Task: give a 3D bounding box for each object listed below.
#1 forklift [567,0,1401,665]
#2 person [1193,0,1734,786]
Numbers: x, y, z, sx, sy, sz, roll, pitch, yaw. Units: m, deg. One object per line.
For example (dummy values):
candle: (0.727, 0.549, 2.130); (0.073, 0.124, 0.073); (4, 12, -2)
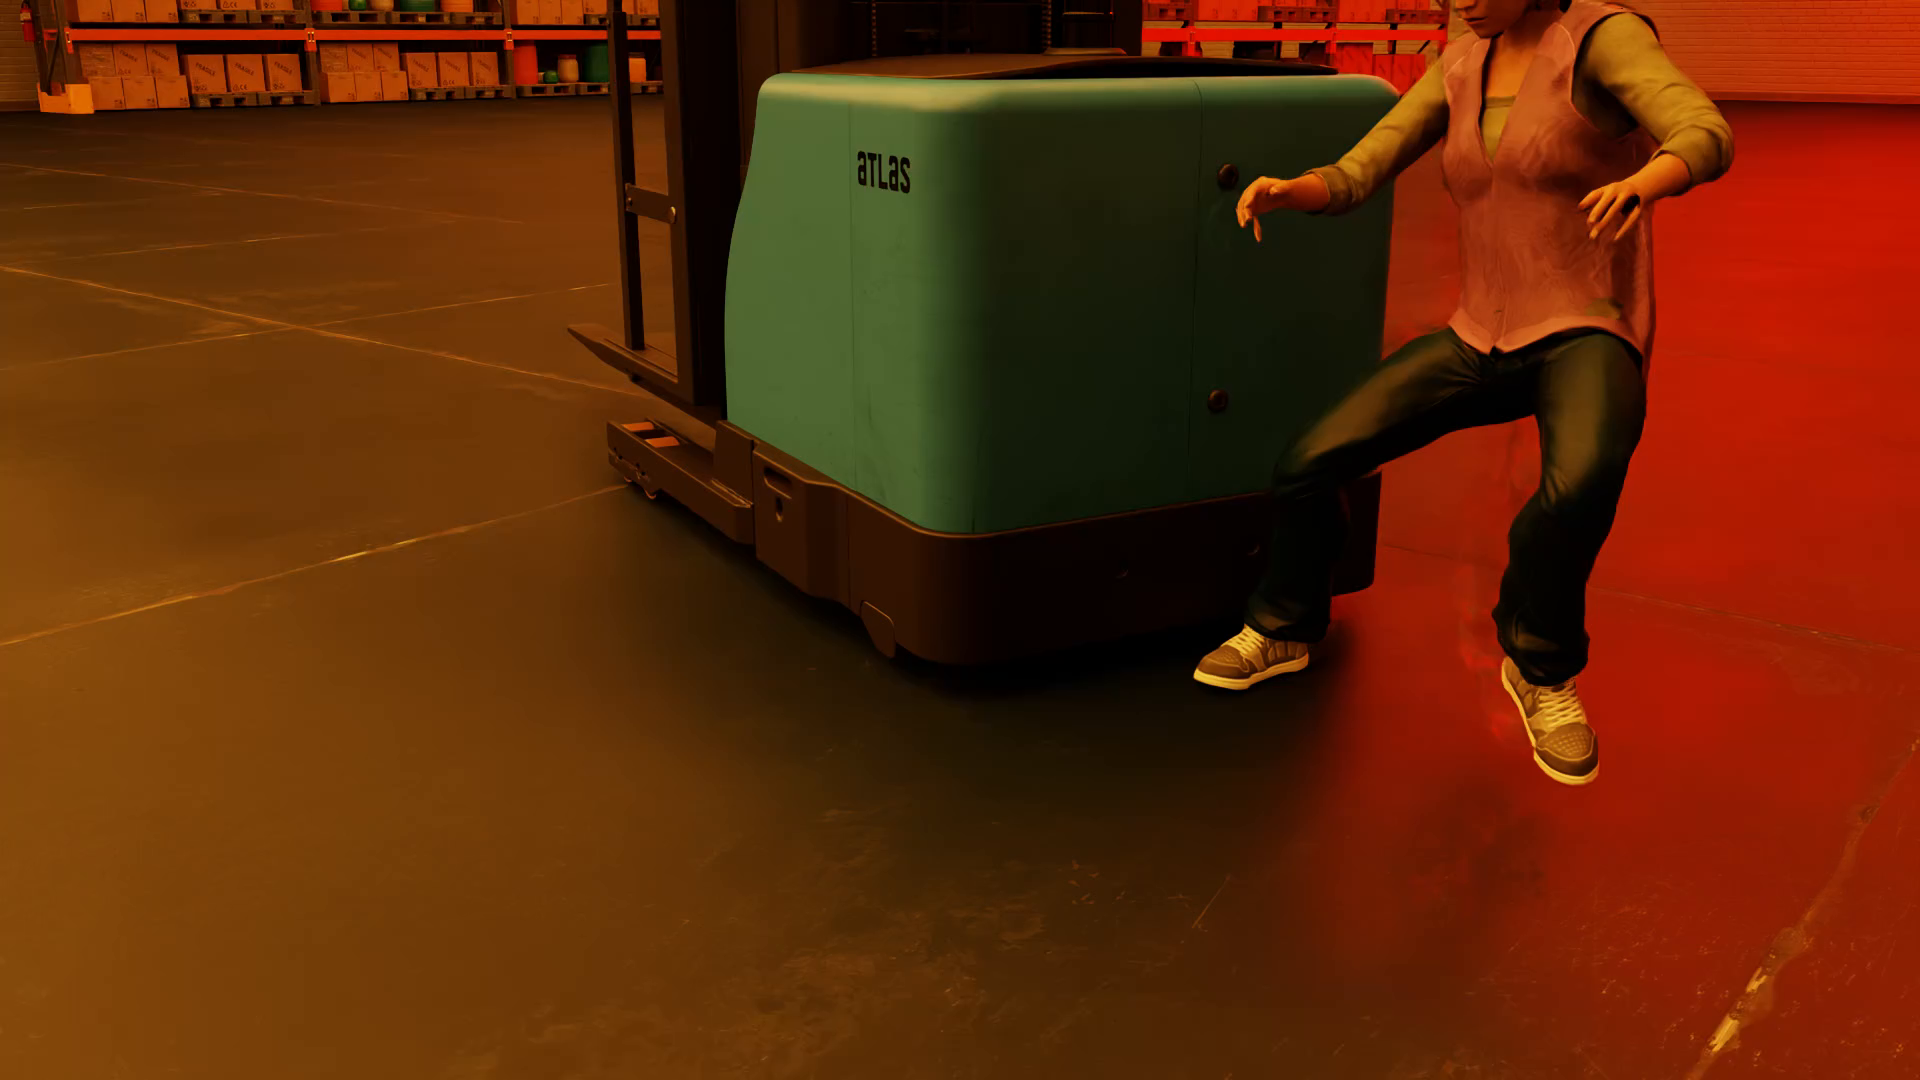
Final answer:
forklift: (-0.288, -1.559, 4.031); (1.130, 2.935, 3.031); (-9, 19, -27)
person: (0.778, -0.327, 2.623); (0.687, 1.385, 0.825); (-11, 20, -32)
